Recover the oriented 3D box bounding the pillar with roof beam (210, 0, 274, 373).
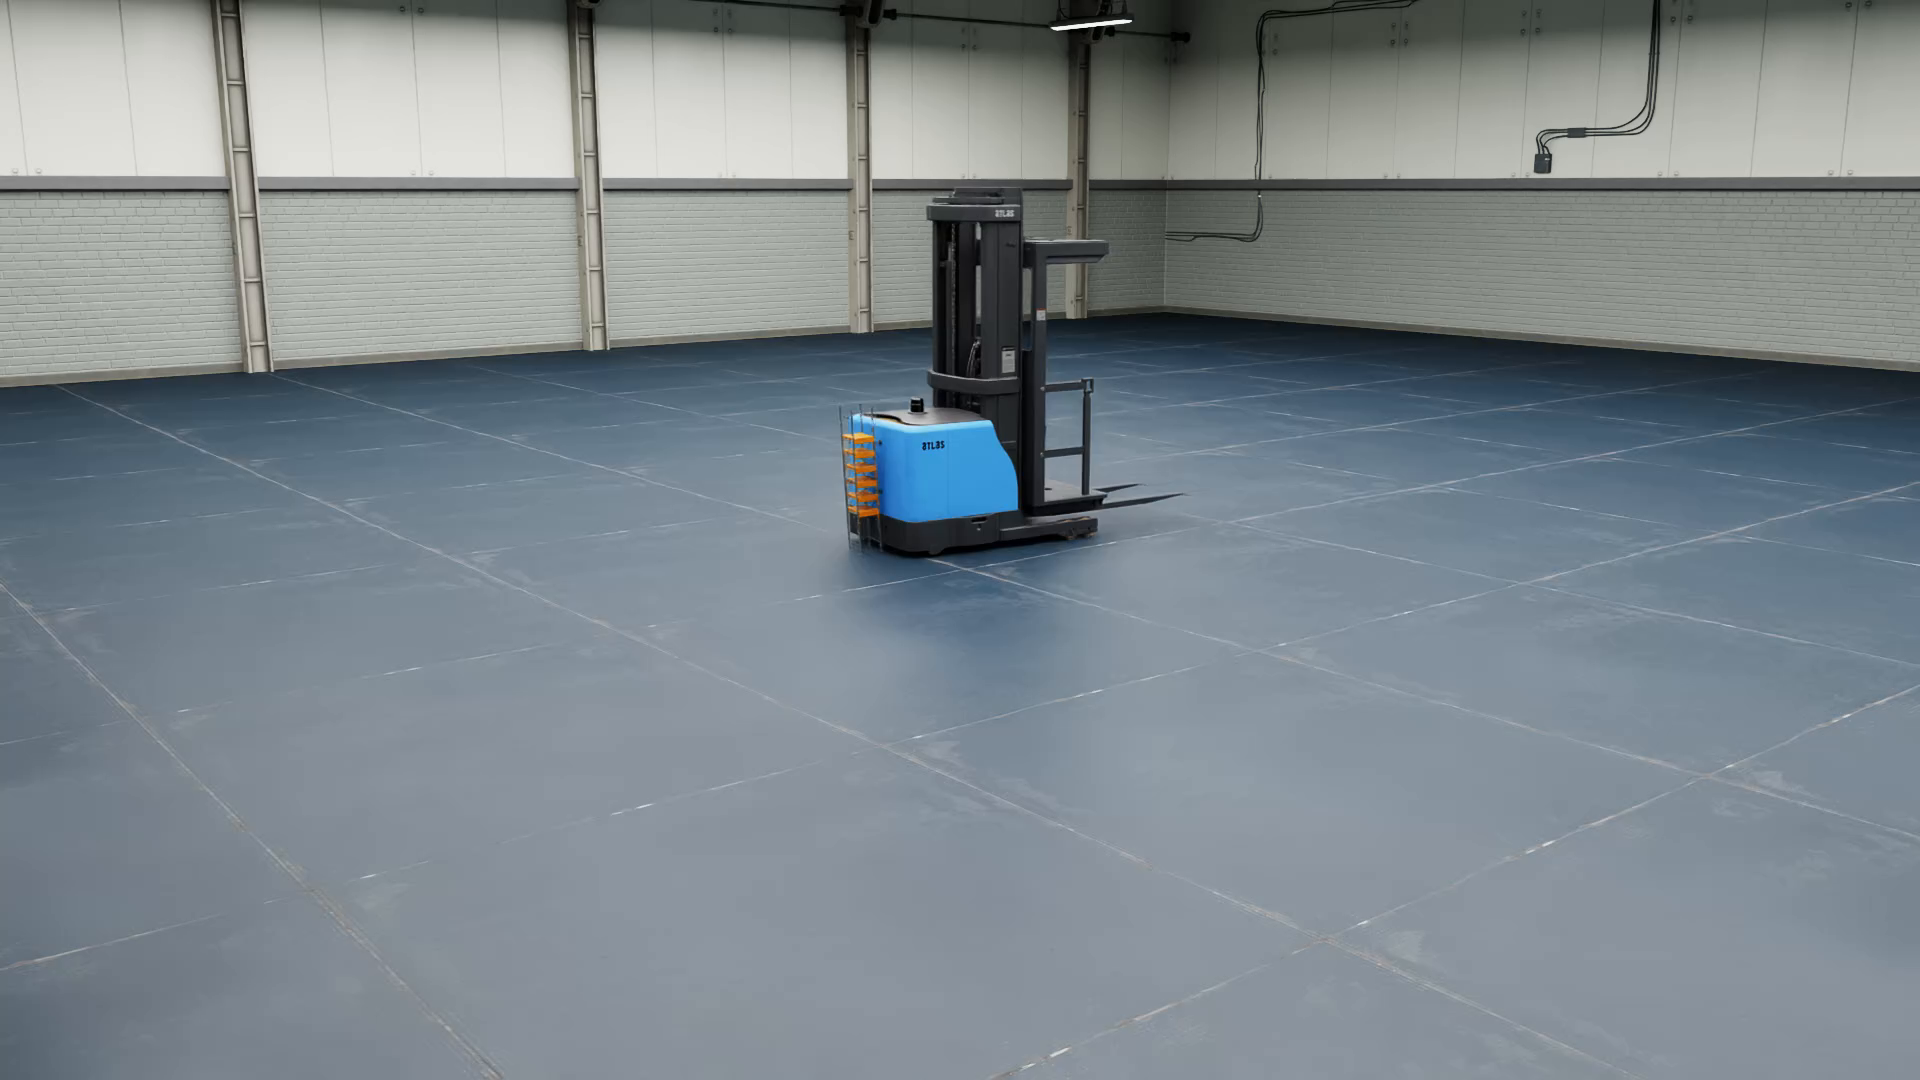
[{"bbox_3d":[-8.710,-6.443,22.808,0.400,9.000,9.100,-9,15,-38],"label":"pillar with roof beam"}]

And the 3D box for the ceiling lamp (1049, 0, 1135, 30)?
[{"bbox_3d":[2.605,-11.061,30.500,0.800,3.185,2.000,-9,15,-38],"label":"ceiling lamp"}]

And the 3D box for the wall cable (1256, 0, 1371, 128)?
[{"bbox_3d":[7.472,-10.158,35.618,0.112,2.526,3.097,-9,15,-38],"label":"wall cable"}]

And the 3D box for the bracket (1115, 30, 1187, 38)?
[{"bbox_3d":[4.591,-11.465,37.792,3.189,0.066,0.076,-9,15,-38],"label":"bracket"}]

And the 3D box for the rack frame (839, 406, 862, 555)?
[{"bbox_3d":[-0.890,-0.479,13.500,0.006,1.200,0.240,-10,15,-27],"label":"rack frame"}]

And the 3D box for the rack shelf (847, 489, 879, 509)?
[{"bbox_3d":[-0.801,-0.334,13.579,0.180,0.103,0.258,-10,15,-27],"label":"rack shelf"}]

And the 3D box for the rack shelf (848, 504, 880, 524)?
[{"bbox_3d":[-0.794,-0.217,13.607,0.180,0.103,0.258,-10,15,-27],"label":"rack shelf"}]

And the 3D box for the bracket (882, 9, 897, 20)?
[{"bbox_3d":[-1.484,-10.456,33.038,0.430,0.232,0.235,-9,15,-38],"label":"bracket"}]

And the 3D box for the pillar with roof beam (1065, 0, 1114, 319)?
[{"bbox_3d":[5.345,-8.779,33.807,0.548,9.000,9.100,-9,15,-38],"label":"pillar with roof beam"}]

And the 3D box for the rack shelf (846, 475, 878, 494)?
[{"bbox_3d":[-0.807,-0.450,13.551,0.180,0.103,0.258,-10,15,-27],"label":"rack shelf"}]

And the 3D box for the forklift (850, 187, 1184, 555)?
[{"bbox_3d":[0.579,-1.524,14.249,3.031,2.935,1.130,-8,14,-33],"label":"forklift"}]

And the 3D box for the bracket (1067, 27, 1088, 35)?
[{"bbox_3d":[2.553,-11.127,36.197,0.430,0.232,0.235,-9,15,-38],"label":"bracket"}]

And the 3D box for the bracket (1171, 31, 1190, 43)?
[{"bbox_3d":[5.052,-11.542,38.153,0.430,0.232,0.235,-9,15,-38],"label":"bracket"}]

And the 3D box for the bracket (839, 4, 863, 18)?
[{"bbox_3d":[-2.132,-10.348,32.531,0.430,0.232,0.235,-9,15,-38],"label":"bracket"}]

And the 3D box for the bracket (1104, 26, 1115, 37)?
[{"bbox_3d":[3.202,-11.234,36.704,0.430,0.232,0.235,-9,15,-38],"label":"bracket"}]

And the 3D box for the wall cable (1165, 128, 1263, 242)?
[{"bbox_3d":[5.782,-8.126,38.208,0.112,2.526,3.097,-9,15,-38],"label":"wall cable"}]

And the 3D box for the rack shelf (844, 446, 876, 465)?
[{"bbox_3d":[-0.819,-0.683,13.495,0.180,0.103,0.258,-10,15,-27],"label":"rack shelf"}]

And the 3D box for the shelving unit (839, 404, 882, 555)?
[{"bbox_3d":[-0.809,-0.493,13.541,0.189,1.200,0.258,-10,15,-27],"label":"shelving unit"}]

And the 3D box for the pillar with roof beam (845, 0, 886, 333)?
[{"bbox_3d":[0.660,-8.000,30.141,0.548,9.000,9.100,-9,15,-38],"label":"pillar with roof beam"}]

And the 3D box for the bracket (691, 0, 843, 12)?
[{"bbox_3d":[-4.144,-10.014,30.956,4.783,0.066,0.076,-9,15,-38],"label":"bracket"}]

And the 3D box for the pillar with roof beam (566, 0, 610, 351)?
[{"bbox_3d":[-4.025,-7.222,26.474,0.548,9.000,9.100,-9,15,-38],"label":"pillar with roof beam"}]

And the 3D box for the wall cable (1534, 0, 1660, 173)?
[{"bbox_3d":[11.700,-9.767,30.272,0.169,6.003,2.305,-9,15,-38],"label":"wall cable"}]

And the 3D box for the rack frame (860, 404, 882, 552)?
[{"bbox_3d":[-0.729,-0.508,13.582,0.006,1.200,0.240,-10,15,-27],"label":"rack frame"}]

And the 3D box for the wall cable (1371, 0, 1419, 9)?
[{"bbox_3d":[9.405,-11.881,32.781,0.112,2.526,3.097,-9,15,-38],"label":"wall cable"}]

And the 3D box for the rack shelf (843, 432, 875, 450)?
[{"bbox_3d":[-0.826,-0.800,13.467,0.180,0.103,0.258,-10,15,-27],"label":"rack shelf"}]

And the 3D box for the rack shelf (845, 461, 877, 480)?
[{"bbox_3d":[-0.813,-0.567,13.523,0.180,0.103,0.258,-10,15,-27],"label":"rack shelf"}]

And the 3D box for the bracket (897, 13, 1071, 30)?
[{"bbox_3d":[0.542,-10.792,34.623,4.783,0.066,0.076,-9,15,-38],"label":"bracket"}]
